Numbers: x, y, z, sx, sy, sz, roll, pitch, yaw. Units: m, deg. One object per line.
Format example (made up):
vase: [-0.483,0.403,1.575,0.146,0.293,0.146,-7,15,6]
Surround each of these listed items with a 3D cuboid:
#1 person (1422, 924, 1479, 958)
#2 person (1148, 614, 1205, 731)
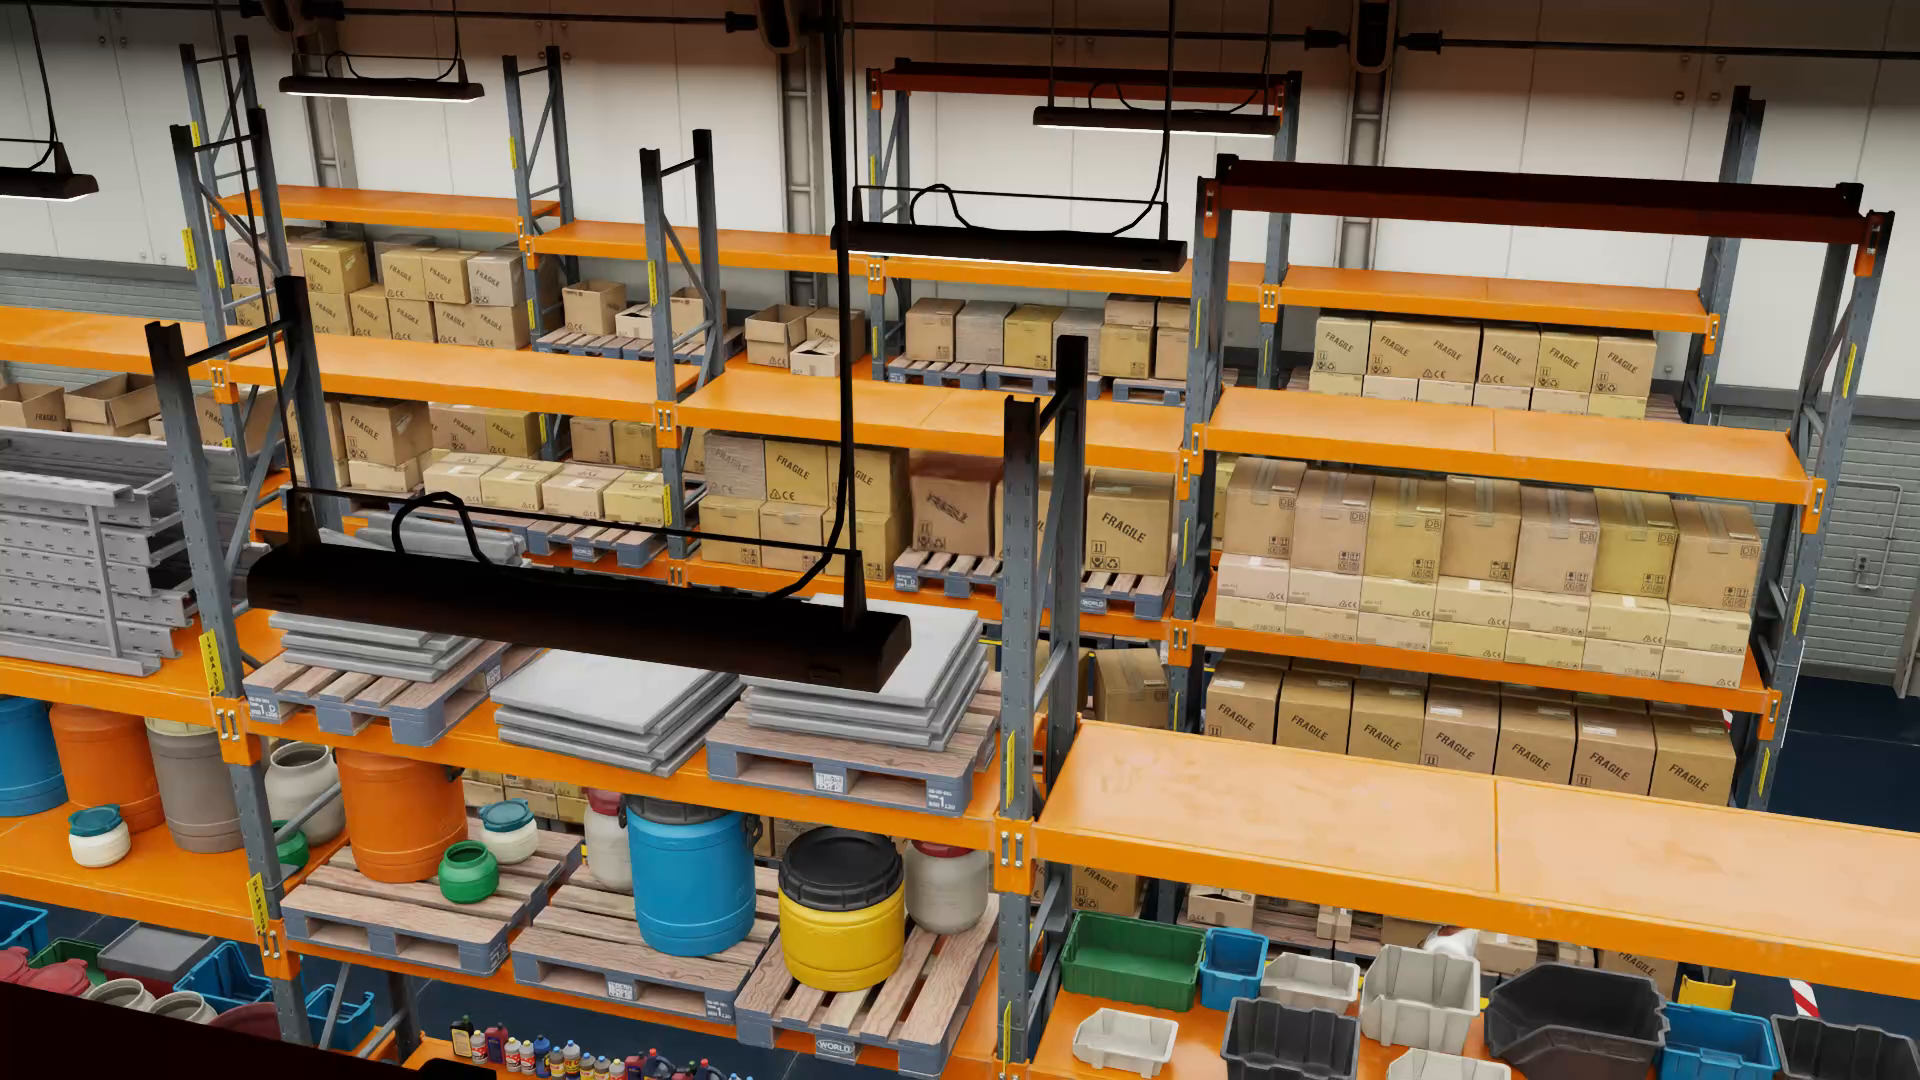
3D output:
person: [3.131,3.043,11.119,1.039,1.719,0.616,7,23,16]
person: [2.013,1.197,15.827,0.768,1.561,0.421,5,23,12]
